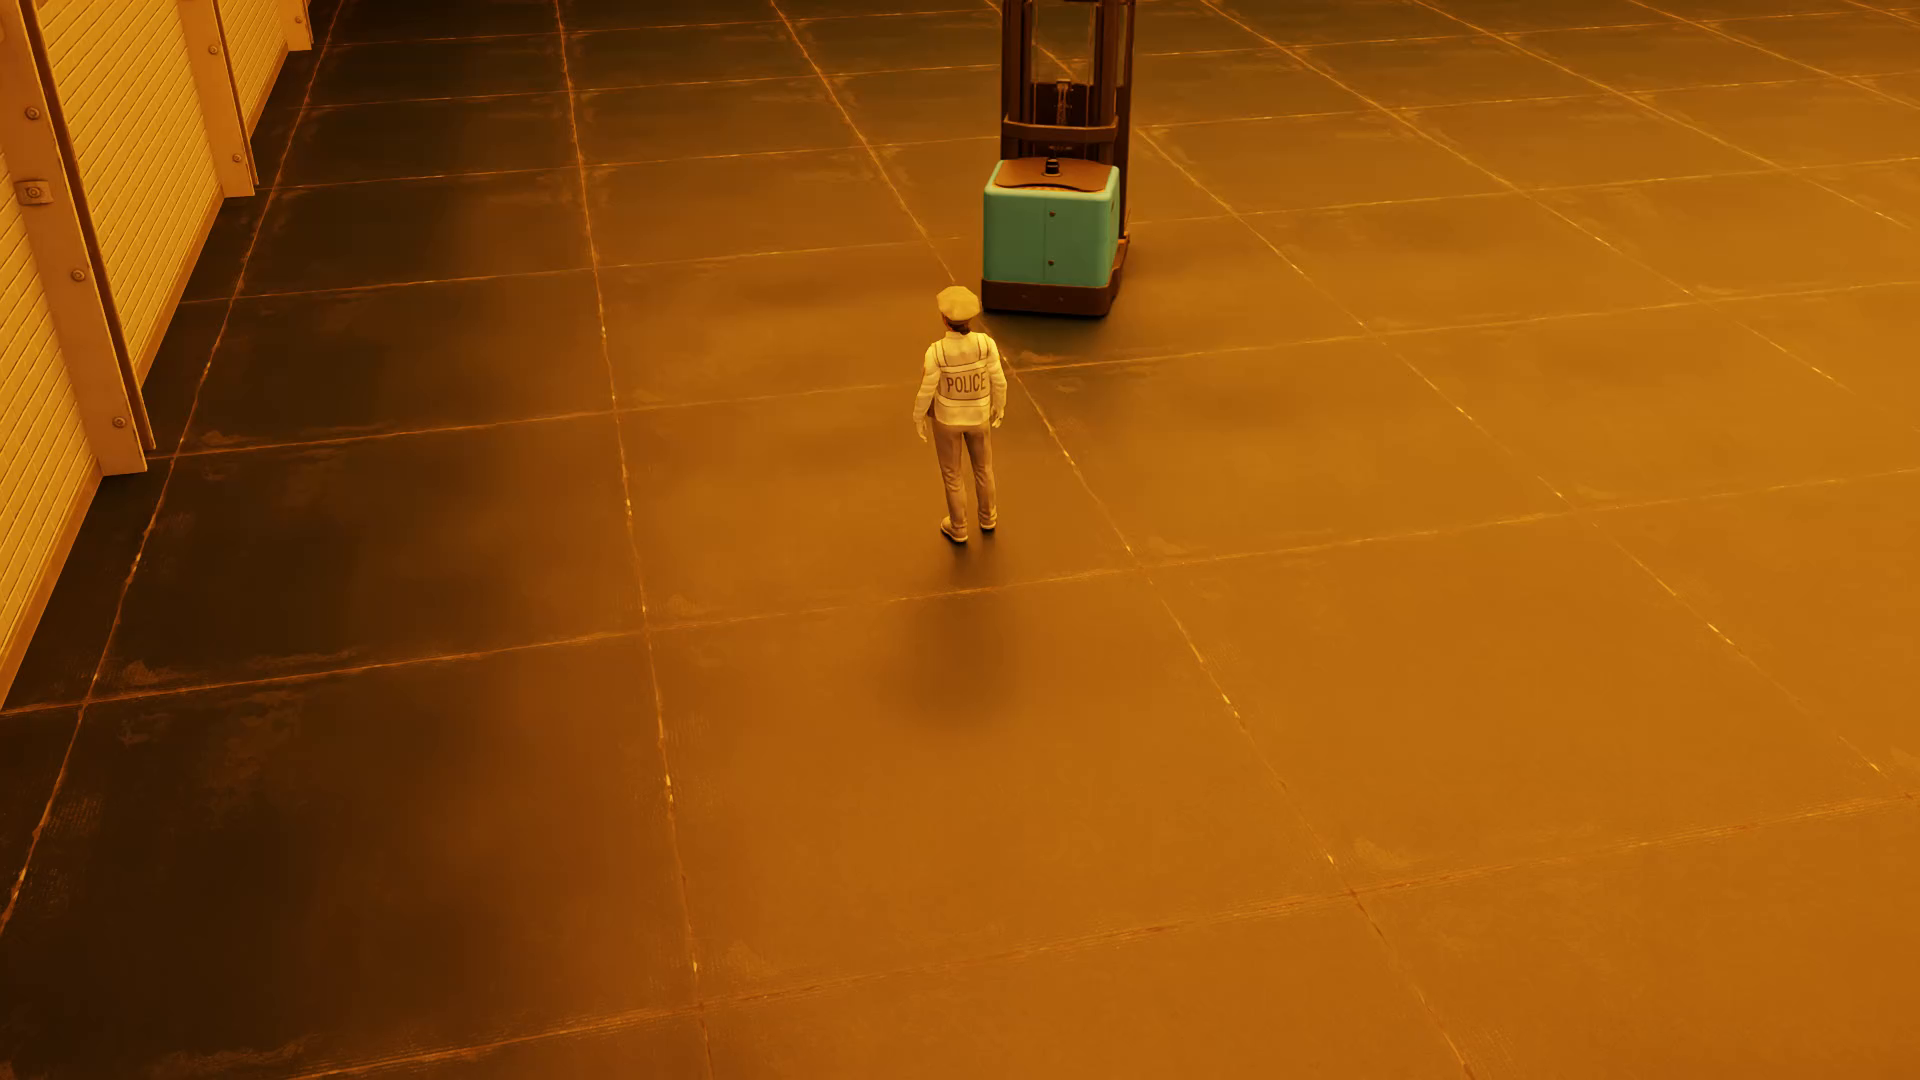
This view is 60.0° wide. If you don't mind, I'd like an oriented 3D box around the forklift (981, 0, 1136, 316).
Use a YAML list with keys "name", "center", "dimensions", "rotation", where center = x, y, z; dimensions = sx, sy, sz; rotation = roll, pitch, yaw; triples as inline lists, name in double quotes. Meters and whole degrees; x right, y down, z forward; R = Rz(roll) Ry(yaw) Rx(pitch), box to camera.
- name: "forklift"
  center: [0.931, -3.810, 14.156]
  dimensions: [1.130, 2.935, 3.031]
  rotation: [5, 30, 9]

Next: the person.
- name: "person"
  center: [-0.009, -0.774, 10.131]
  dimensions: [0.586, 1.694, 0.530]
  rotation: [-7, 31, -12]
